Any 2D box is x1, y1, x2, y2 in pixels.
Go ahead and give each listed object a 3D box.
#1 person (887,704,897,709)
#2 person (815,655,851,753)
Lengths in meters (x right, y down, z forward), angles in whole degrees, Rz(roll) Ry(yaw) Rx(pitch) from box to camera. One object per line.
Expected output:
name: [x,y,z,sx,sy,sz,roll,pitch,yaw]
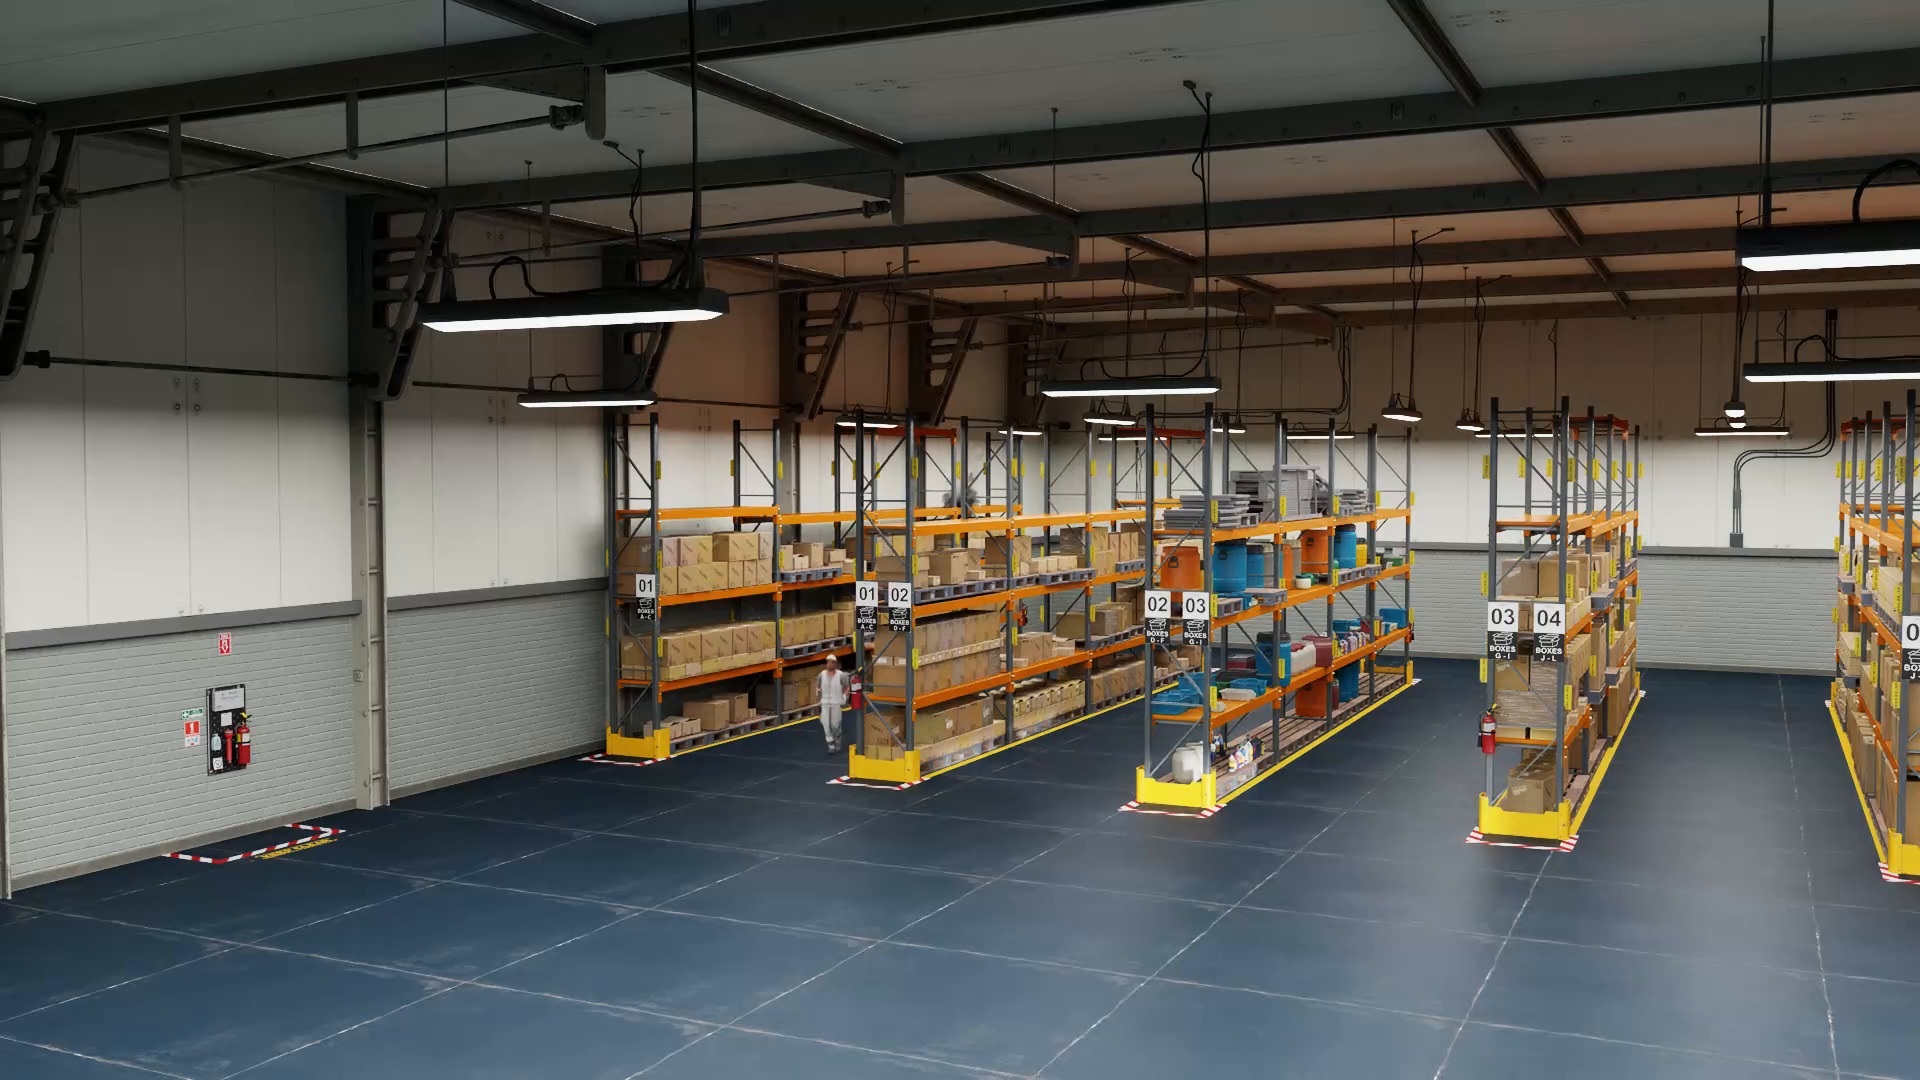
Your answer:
person: [-1.195,2.822,32.562,0.596,1.622,0.544,0,2,11]
person: [-2.267,2.890,29.133,0.624,1.741,0.575,0,2,10]
